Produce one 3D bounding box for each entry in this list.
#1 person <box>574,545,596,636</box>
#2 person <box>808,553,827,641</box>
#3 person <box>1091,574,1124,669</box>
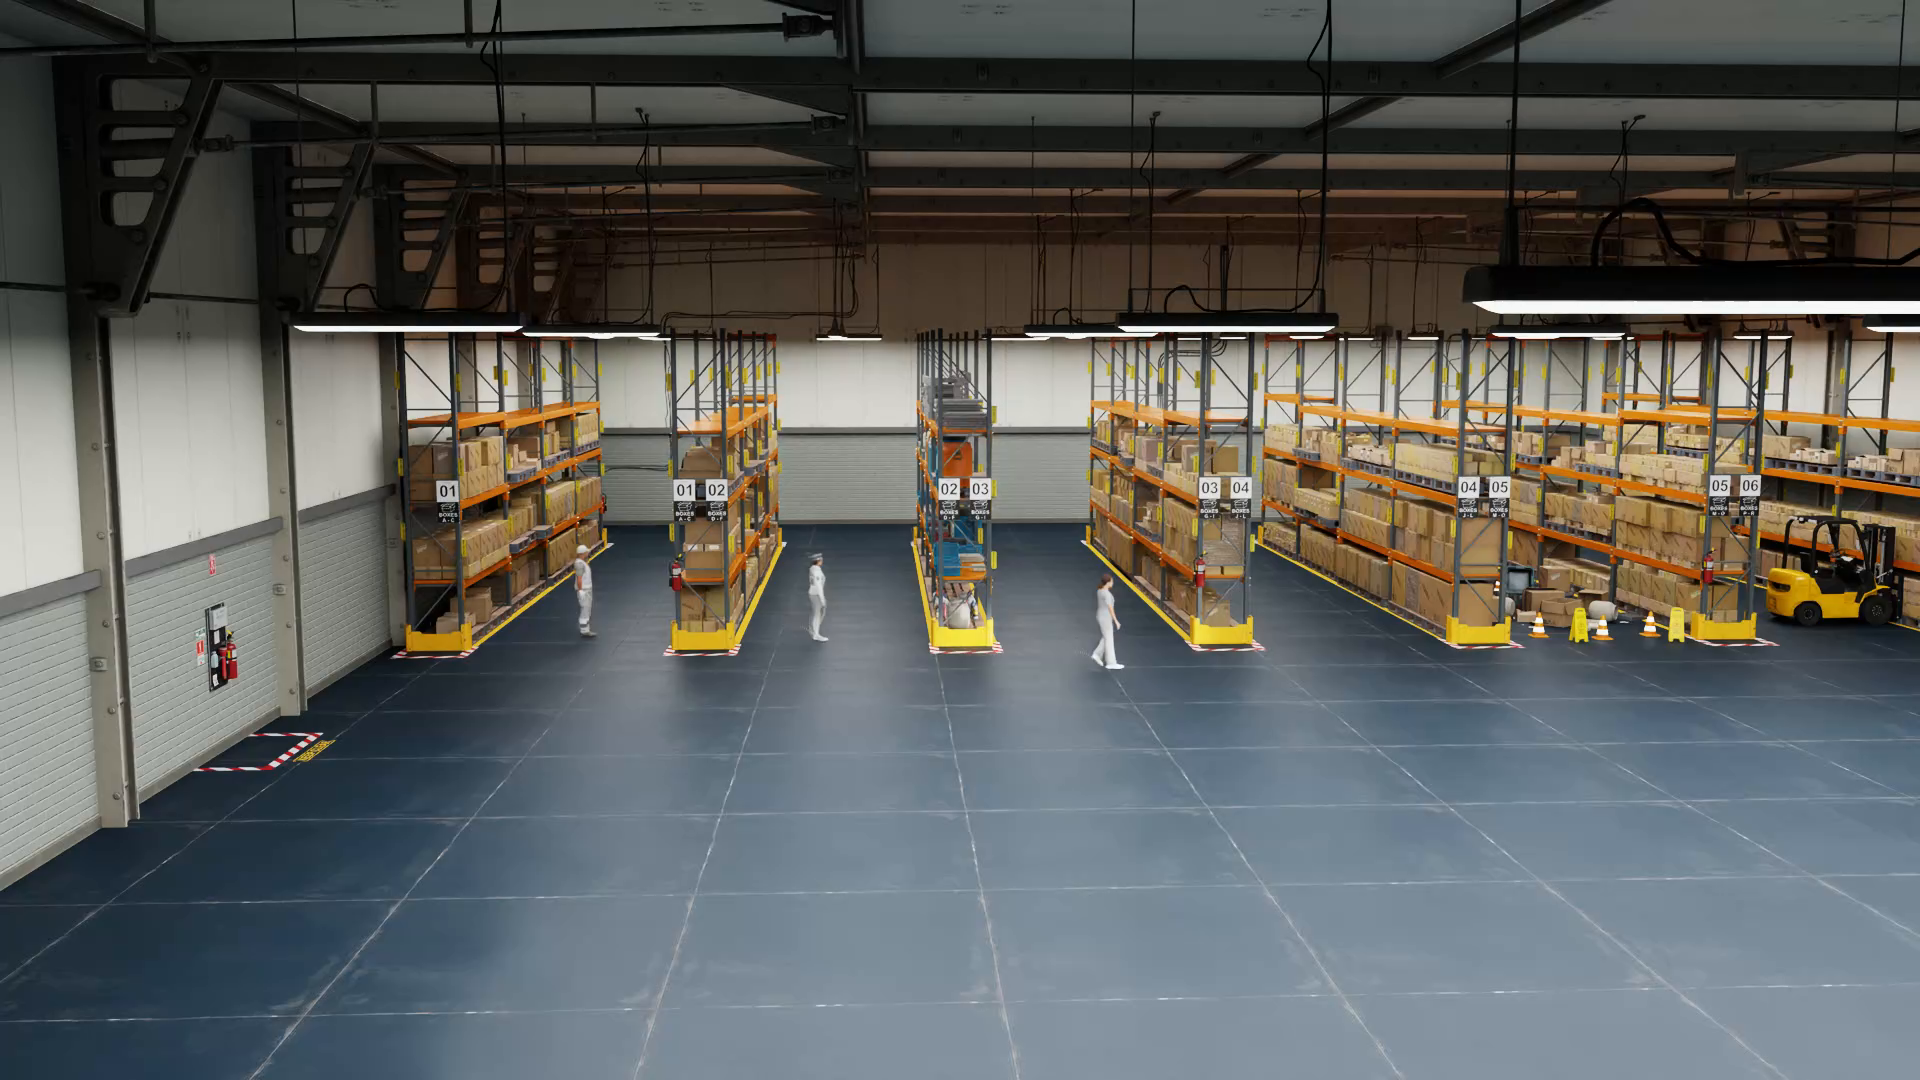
[{"bbox_3d":[-7.376,1.005,32.728,0.439,1.825,0.613,1,7,7],"label":"person"},{"bbox_3d":[-2.767,1.119,32.266,0.352,1.732,0.534,0,7,-2],"label":"person"},{"bbox_3d":[2.595,1.428,29.410,0.525,1.674,0.565,-1,7,-11],"label":"person"}]
